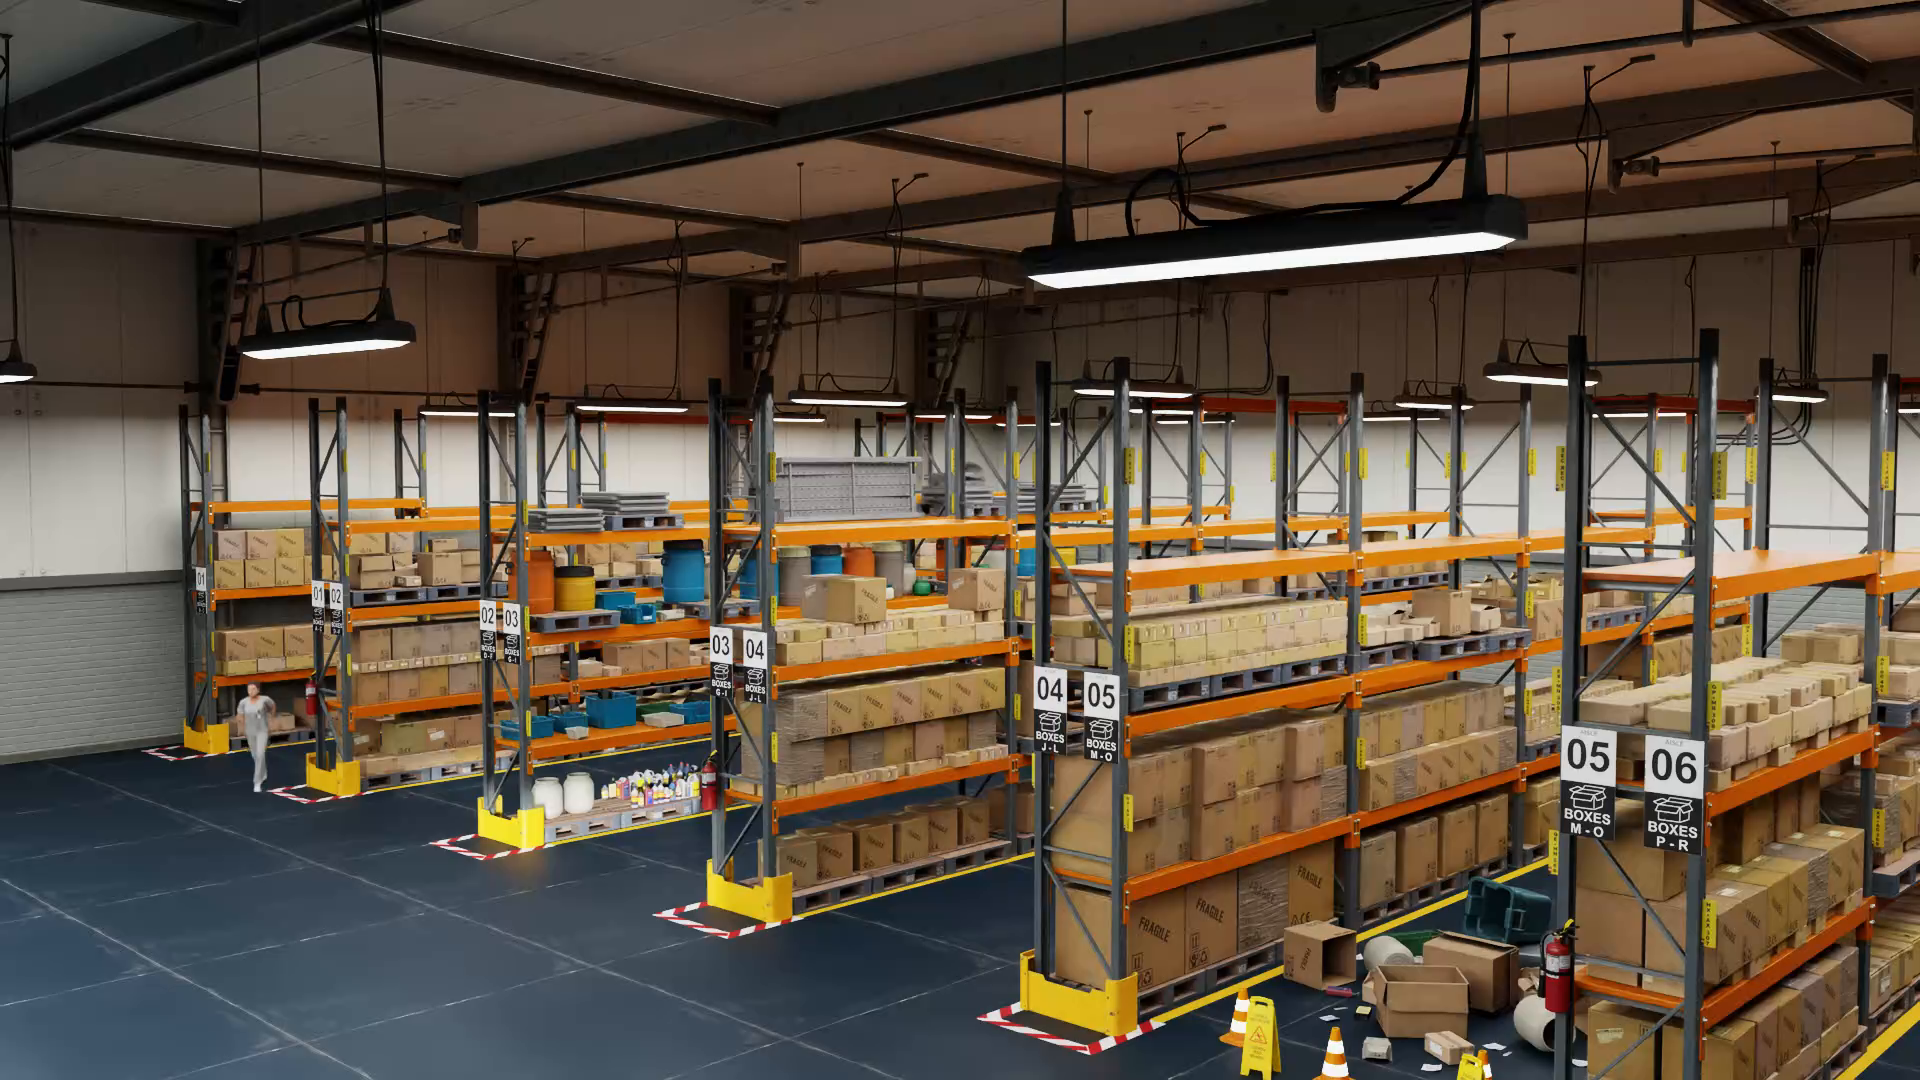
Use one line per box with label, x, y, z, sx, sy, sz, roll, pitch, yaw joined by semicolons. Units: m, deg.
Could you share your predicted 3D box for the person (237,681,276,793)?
person;-10.824;2.978;25.615;0.515;1.661;0.969;0;3;-5
